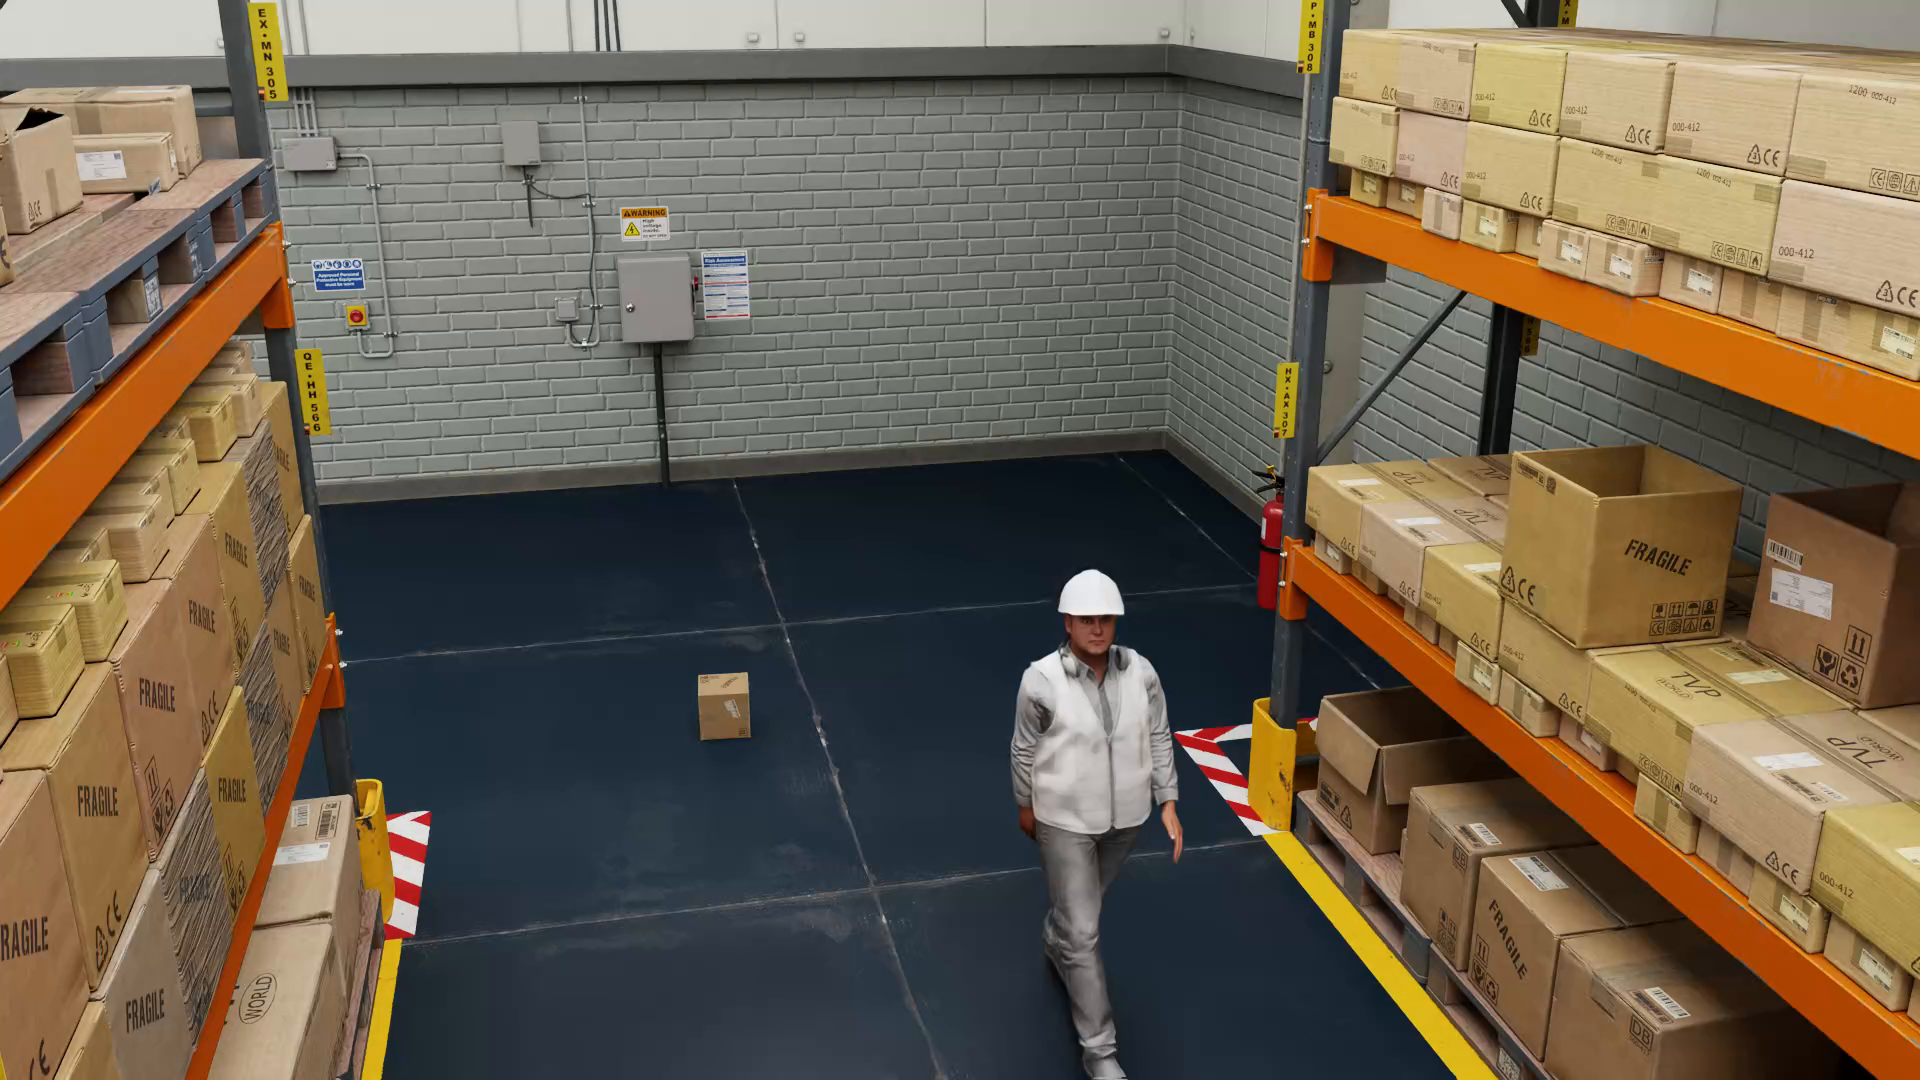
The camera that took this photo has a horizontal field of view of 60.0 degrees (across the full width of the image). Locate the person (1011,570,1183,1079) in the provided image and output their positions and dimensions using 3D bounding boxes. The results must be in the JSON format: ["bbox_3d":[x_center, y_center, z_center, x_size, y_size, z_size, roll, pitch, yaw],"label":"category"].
[{"bbox_3d":[0.509,0.958,5.778,0.543,1.713,1.014,-7,21,-20],"label":"person"}]
